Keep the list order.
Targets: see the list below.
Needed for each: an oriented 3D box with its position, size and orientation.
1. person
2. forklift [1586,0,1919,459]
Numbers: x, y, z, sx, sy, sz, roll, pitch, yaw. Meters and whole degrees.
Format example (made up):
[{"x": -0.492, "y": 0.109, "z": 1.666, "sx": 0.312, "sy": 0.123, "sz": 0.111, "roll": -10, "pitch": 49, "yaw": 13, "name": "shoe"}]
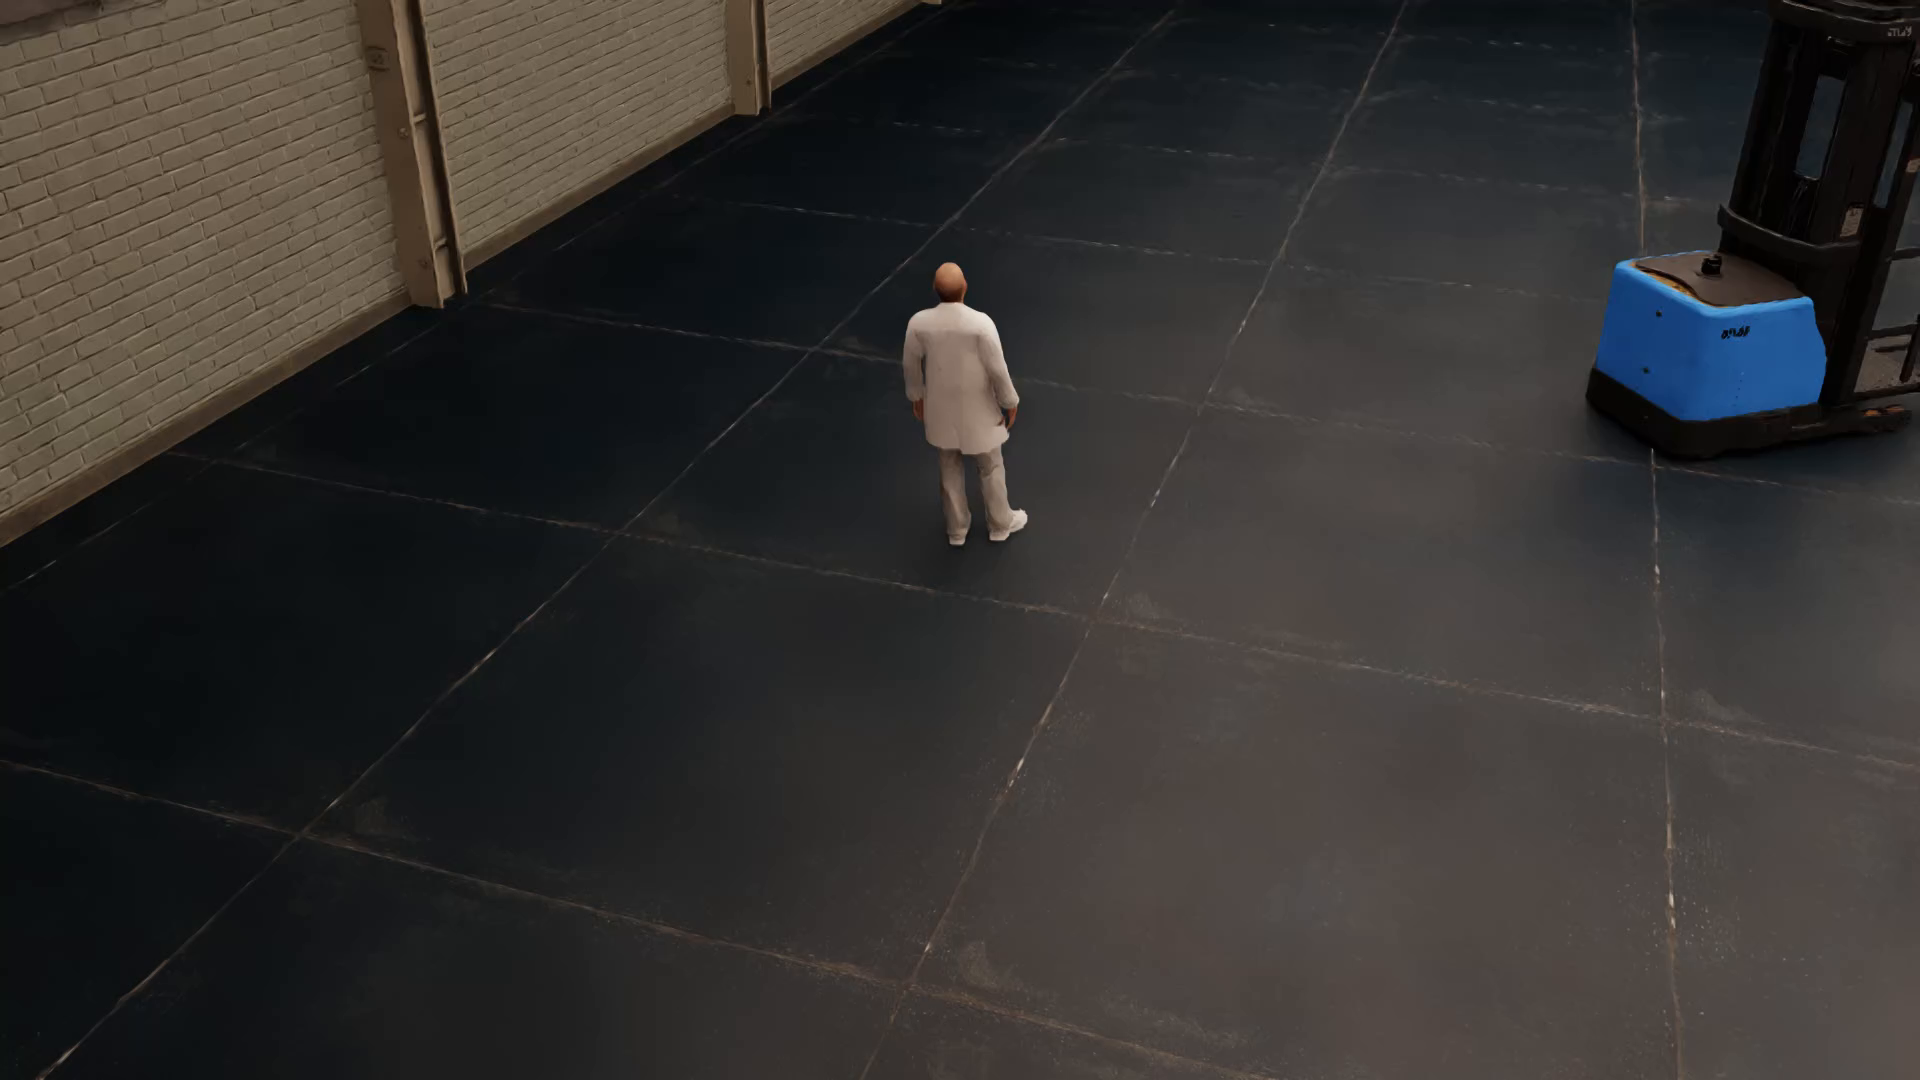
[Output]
[{"x": 0.034, "y": -0.820, "z": 9.726, "sx": 0.694, "sy": 1.776, "sz": 0.579, "roll": 10, "pitch": 31, "yaw": 16, "name": "person"}, {"x": 5.986, "y": -2.230, "z": 11.048, "sx": 3.031, "sy": 2.935, "sz": 1.130, "roll": -9, "pitch": 31, "yaw": -16, "name": "forklift"}]
